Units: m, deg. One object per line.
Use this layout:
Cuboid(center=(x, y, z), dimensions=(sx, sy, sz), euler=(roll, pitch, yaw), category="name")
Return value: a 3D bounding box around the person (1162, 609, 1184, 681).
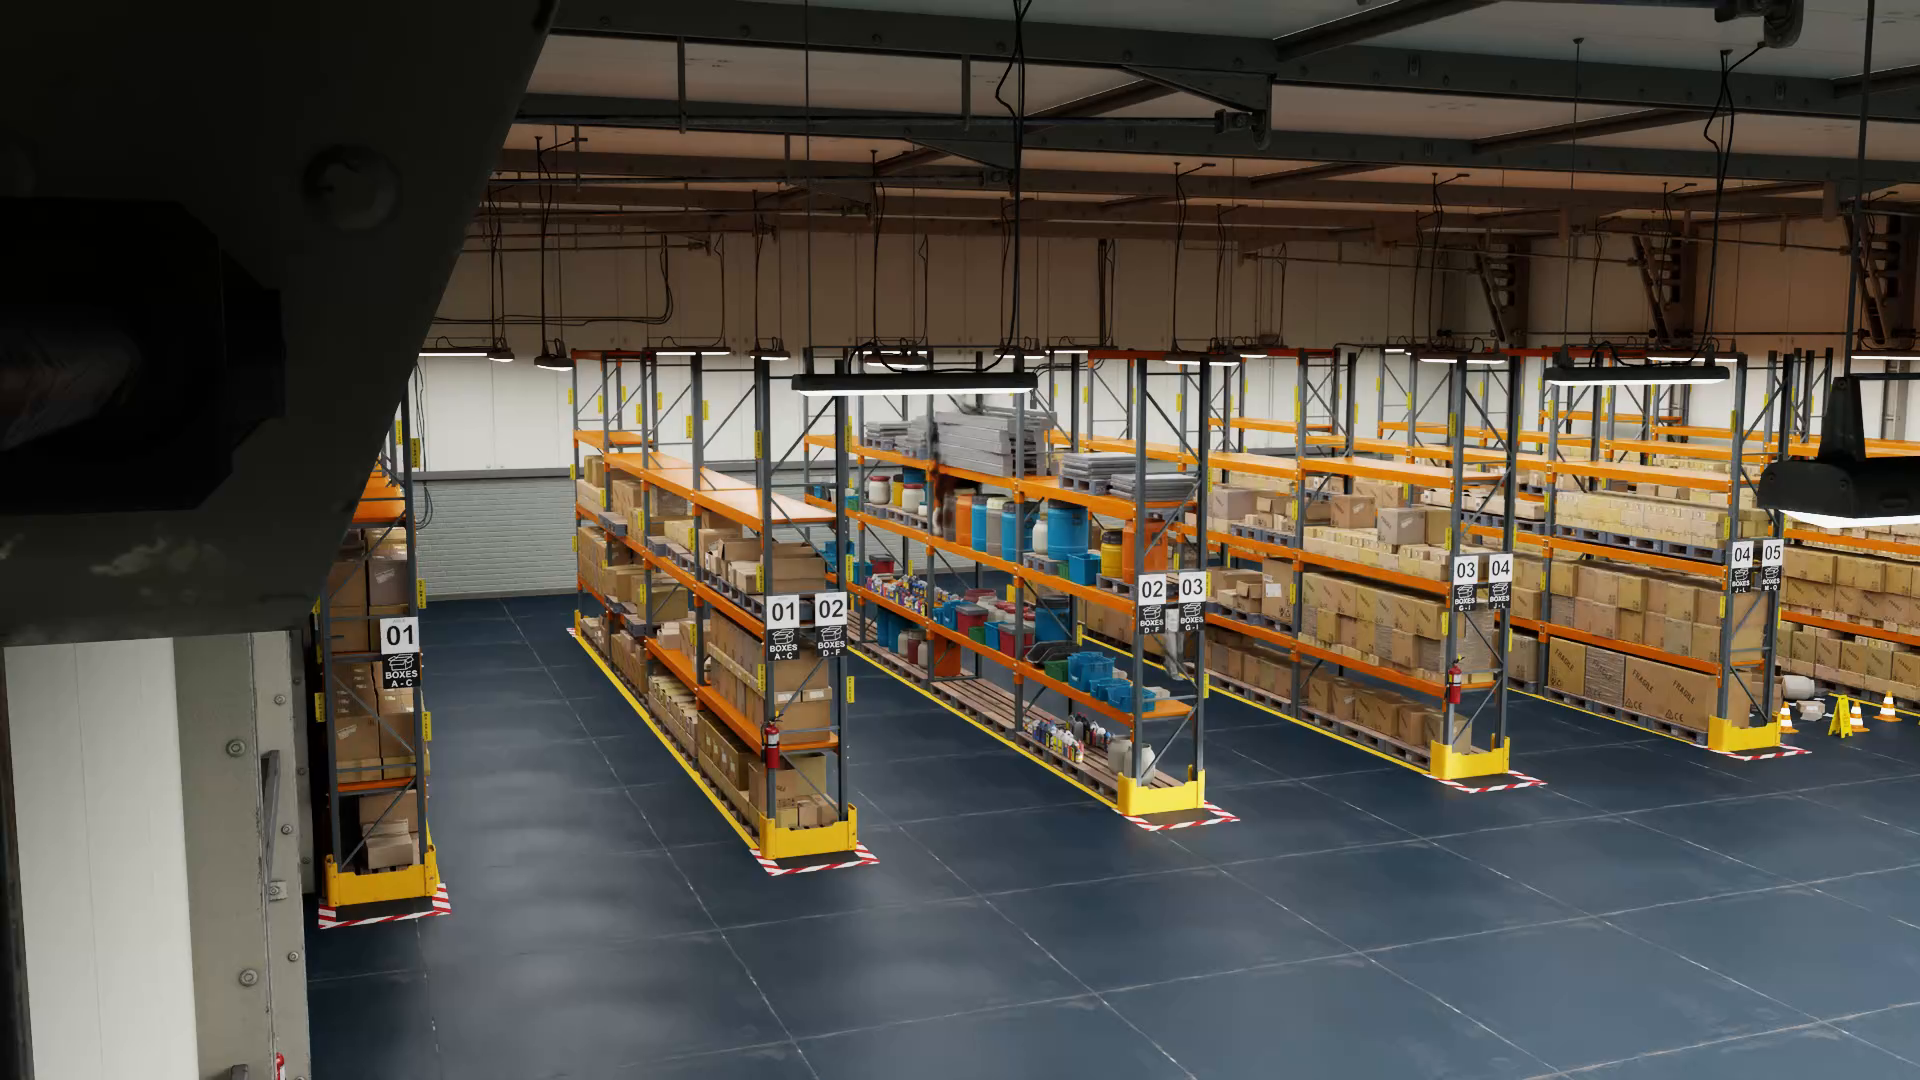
Cuboid(center=(3.739, 1.611, 29.193), dimensions=(0.620, 1.675, 0.786), euler=(-3, 8, -25), category="person")
